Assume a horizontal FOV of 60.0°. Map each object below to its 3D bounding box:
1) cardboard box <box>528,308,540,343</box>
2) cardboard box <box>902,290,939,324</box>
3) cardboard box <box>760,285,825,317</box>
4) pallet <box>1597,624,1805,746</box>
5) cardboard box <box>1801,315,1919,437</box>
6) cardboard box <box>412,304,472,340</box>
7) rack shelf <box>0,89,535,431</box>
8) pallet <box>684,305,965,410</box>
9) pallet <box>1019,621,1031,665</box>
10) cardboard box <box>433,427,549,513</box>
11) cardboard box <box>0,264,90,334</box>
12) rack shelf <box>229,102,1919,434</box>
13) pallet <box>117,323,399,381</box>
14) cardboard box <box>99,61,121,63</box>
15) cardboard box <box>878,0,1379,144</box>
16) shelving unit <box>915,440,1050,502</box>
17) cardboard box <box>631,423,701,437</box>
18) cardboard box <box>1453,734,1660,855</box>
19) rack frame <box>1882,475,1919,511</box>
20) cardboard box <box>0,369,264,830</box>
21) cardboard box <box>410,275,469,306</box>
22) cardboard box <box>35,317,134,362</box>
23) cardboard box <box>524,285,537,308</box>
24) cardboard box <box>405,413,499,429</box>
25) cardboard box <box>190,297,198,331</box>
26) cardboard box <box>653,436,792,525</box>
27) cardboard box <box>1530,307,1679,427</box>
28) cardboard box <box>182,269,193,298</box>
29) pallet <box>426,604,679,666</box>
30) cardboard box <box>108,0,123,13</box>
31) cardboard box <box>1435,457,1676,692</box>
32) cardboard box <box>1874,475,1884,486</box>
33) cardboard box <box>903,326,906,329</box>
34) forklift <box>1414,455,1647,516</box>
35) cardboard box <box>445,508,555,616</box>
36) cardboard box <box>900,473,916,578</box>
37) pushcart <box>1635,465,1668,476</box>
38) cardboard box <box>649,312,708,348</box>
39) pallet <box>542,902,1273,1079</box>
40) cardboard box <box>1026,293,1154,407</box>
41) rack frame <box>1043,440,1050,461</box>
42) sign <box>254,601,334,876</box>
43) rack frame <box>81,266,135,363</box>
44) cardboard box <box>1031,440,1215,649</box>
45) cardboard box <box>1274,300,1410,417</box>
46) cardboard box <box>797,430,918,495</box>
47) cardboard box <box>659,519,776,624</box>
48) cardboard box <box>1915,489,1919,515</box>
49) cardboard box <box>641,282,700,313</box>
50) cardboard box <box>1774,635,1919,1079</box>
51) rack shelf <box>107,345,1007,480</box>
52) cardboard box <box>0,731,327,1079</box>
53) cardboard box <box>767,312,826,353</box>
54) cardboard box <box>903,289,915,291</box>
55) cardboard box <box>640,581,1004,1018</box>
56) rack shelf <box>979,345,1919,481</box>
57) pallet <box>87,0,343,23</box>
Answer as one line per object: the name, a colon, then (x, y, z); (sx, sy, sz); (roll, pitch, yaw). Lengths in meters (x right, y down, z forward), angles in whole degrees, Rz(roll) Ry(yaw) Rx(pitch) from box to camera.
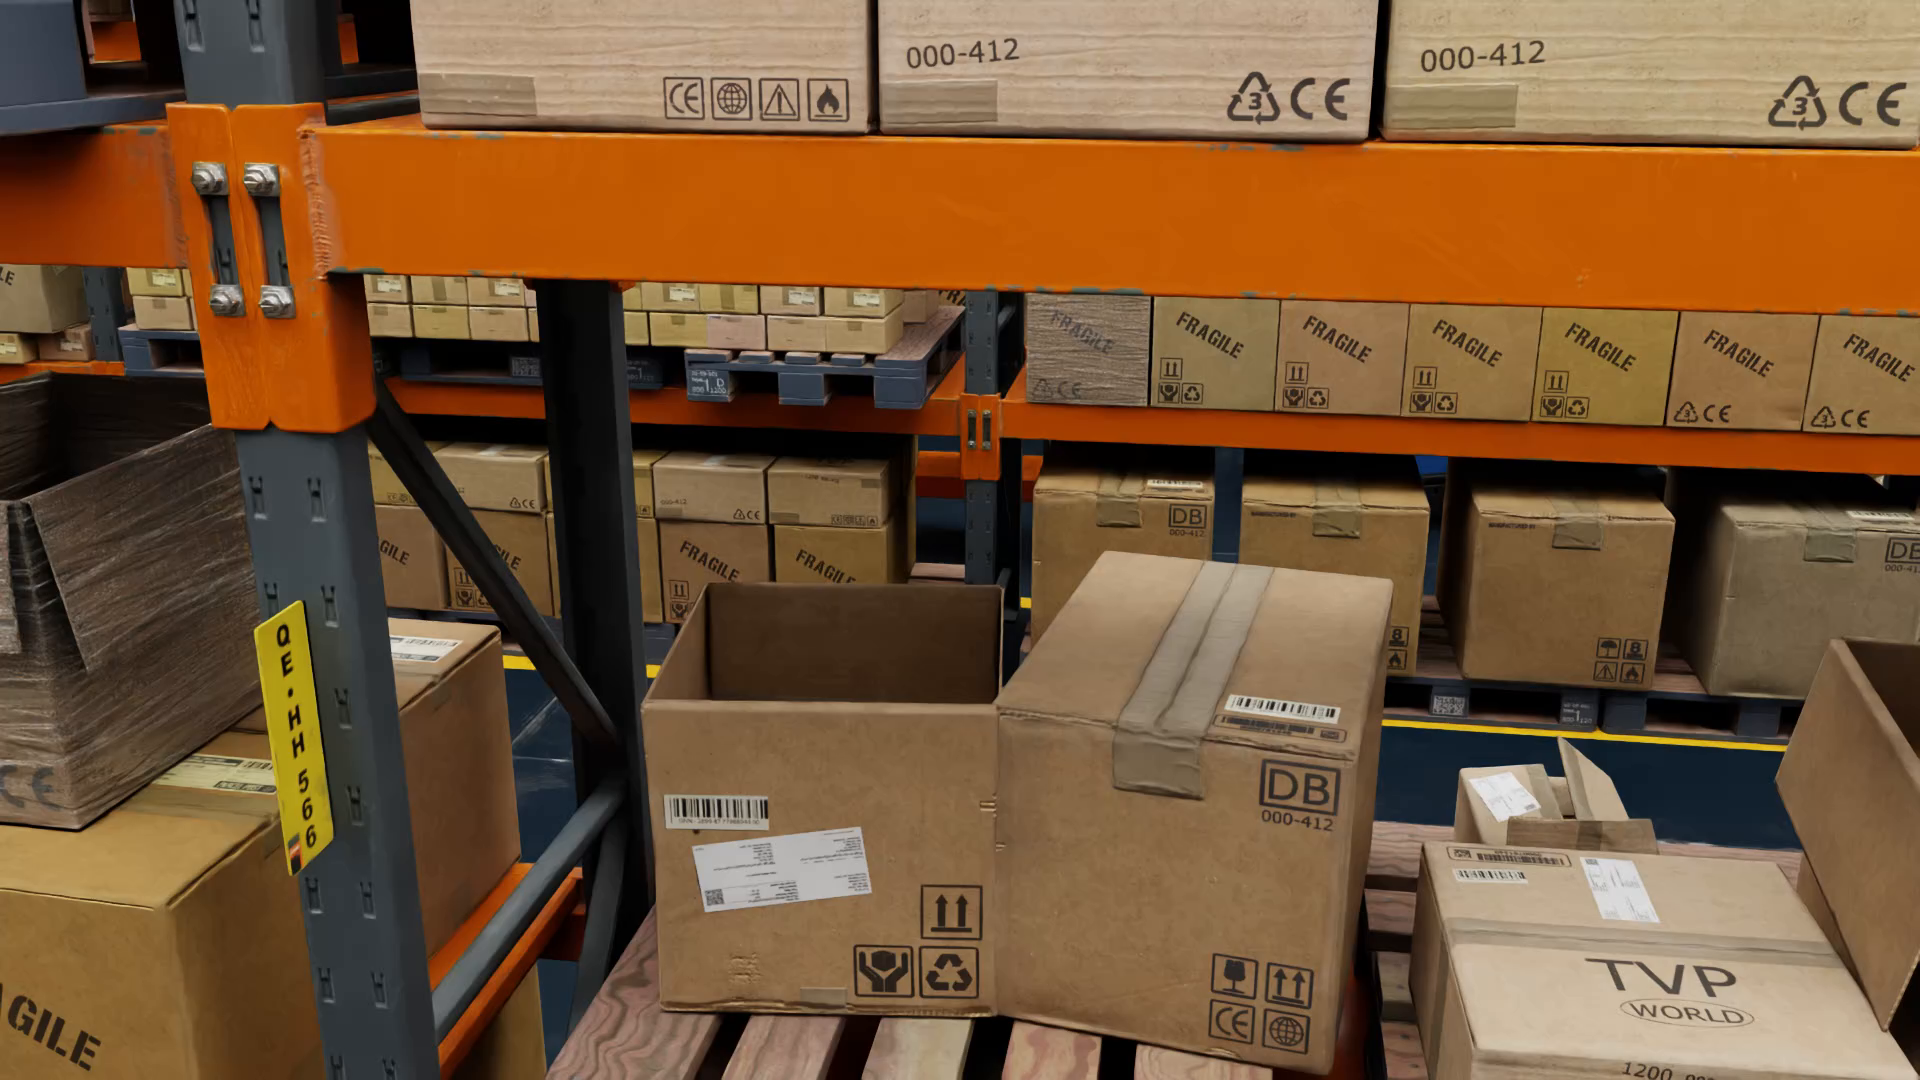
cardboard box: (-1.663, -0.958, 7.174); (0.250, 0.149, 0.380); (3, 19, 10)
cardboard box: (-0.248, -1.097, 7.588); (0.250, 0.149, 0.380); (3, 19, 8)
cardboard box: (-0.662, -1.047, 6.972); (0.250, 0.149, 0.380); (4, 19, 11)
pallet: (3.338, 0.577, 7.245); (1.213, 0.211, 1.003); (3, 19, 9)
cardboard box: (3.554, -0.720, 6.570); (0.500, 0.500, 0.500); (3, 19, 8)
cardboard box: (-2.181, -0.985, 7.253); (0.250, 0.149, 0.380); (3, 19, 8)
rack shelf: (-2.699, -0.564, 2.669); (4.000, 0.370, 1.077); (3, 19, 9)
pallet: (-0.558, -0.843, 7.397); (1.003, 0.211, 1.213); (3, 19, 9)
pallet: (0.929, 0.454, 7.612); (1.213, 0.211, 1.003); (3, 19, 9)
cardboard box: (-2.071, -0.329, 7.654); (0.500, 0.250, 0.500); (4, 19, 11)
cardboard box: (-4.310, -1.257, 7.706); (0.500, 0.500, 0.500); (3, 19, 9)
rack shelf: (1.250, -0.363, 2.067); (4.000, 0.370, 1.077); (3, 19, 9)
pallet: (-3.056, -0.958, 7.740); (1.213, 0.211, 1.003); (3, 19, 9)
cardboard box: (-6.236, -3.574, 12.503); (0.250, 0.149, 0.380); (4, 19, 10)
cardboard box: (0.206, -0.604, 1.891); (0.500, 0.250, 0.500); (3, 19, 10)
shelving unit: (-0.007, -0.534, 9.126); (1.048, 1.125, 0.538); (3, 19, 9)
cardboard box: (-1.468, -0.466, 8.063); (0.500, 0.250, 0.500); (3, 19, 9)
cardboard box: (0.965, 0.481, 2.687); (0.258, 0.266, 0.396); (2, 19, 7)
rack frame: (4.112, -0.730, 6.757); (0.127, 3.000, 1.000); (3, 19, 9)
cardboard box: (-1.444, 0.053, 2.680); (0.637, 0.503, 0.797); (4, 19, 11)
cardboard box: (-2.175, -1.125, 7.204); (0.250, 0.149, 0.380); (3, 19, 8)
cardboard box: (-4.106, -0.954, 7.824); (0.250, 0.149, 0.380); (3, 19, 8)
cardboard box: (-1.672, -1.099, 7.125); (0.250, 0.149, 0.380); (3, 19, 10)
cardboard box: (-2.506, -0.514, 8.207); (0.500, 0.250, 0.500); (4, 19, 11)
cardboard box: (-3.197, -1.037, 7.408); (0.250, 0.149, 0.380); (3, 19, 10)
cardboard box: (-1.055, -0.275, 7.493); (0.500, 0.250, 0.500); (3, 19, 9)
cardboard box: (2.556, -0.771, 6.722); (0.500, 0.500, 0.500); (3, 19, 9)
cardboard box: (-3.215, -1.177, 7.360); (0.250, 0.149, 0.380); (3, 19, 8)
pallet: (-1.810, 0.289, 8.106); (1.213, 0.211, 1.003); (3, 19, 9)
cardboard box: (-4.202, -2.590, 7.825); (0.500, 0.250, 0.500); (4, 19, 11)
cardboard box: (2.532, 0.085, 7.205); (0.750, 0.750, 1.050); (3, 19, 9)
cardboard box: (5.261, -0.276, 9.709); (0.396, 0.266, 0.258); (-11, 21, -29)
cardboard box: (-0.701, -1.786, 12.599); (0.875, 0.875, 0.875); (3, 19, 9)
forklift: (3.377, -1.707, 9.785); (3.031, 2.935, 1.130); (-5, 19, -16)
cardboard box: (-2.058, 0.022, 7.787); (0.500, 0.500, 0.500); (3, 19, 10)
cardboard box: (-0.496, -0.060, 8.034); (0.500, 0.500, 0.500); (2, 19, 6)
pushcart: (4.485, -0.325, 9.681); (0.936, 0.377, 1.648); (-3, 19, -10)
cardboard box: (-1.142, -0.932, 7.094); (0.250, 0.149, 0.380); (3, 19, 8)
pallet: (-0.004, 0.711, 2.753); (1.003, 0.211, 1.213); (3, 19, 9)
cardboard box: (0.563, -0.871, 7.023); (0.500, 0.500, 0.500); (3, 19, 9)
rack frame: (0.495, -0.508, 9.049); (0.032, 1.125, 0.500); (3, 19, 9)
sign: (-0.809, 0.243, 2.026); (0.005, 0.325, 0.100); (3, 19, 9)
rack frame: (-3.787, -1.133, 7.961); (0.127, 3.000, 1.000); (3, 19, 9)
cardboard box: (0.749, -0.005, 7.473); (0.750, 0.750, 1.050); (3, 19, 8)
cardboard box: (1.563, -0.821, 6.873); (0.500, 0.500, 0.500); (3, 19, 9)
cardboard box: (-0.480, -0.411, 7.900); (0.500, 0.250, 0.500); (2, 19, 6)
cardboard box: (-1.041, 0.077, 7.625); (0.500, 0.500, 0.500); (4, 19, 11)
cardboard box: (5.686, -0.305, 9.207); (0.503, 0.637, 0.797); (3, 19, 9)
cardboard box: (-1.169, -1.073, 7.047); (0.250, 0.149, 0.380); (3, 19, 9)
cardboard box: (1.499, 0.512, 2.220); (0.637, 0.503, 0.797); (5, 19, 14)
rack shelf: (-1.813, -0.691, 7.774); (4.000, 0.370, 1.077); (3, 19, 9)
cardboard box: (-1.251, 0.623, 2.556); (0.500, 0.500, 0.500); (4, 19, 10)
cardboard box: (-0.643, -0.905, 7.015); (0.250, 0.149, 0.380); (3, 19, 9)
cardboard box: (-0.283, -1.240, 7.546); (0.250, 0.149, 0.380); (4, 19, 11)
cardboard box: (-0.185, 0.386, 2.604); (0.500, 0.500, 0.500); (1, 19, 2)
rack shelf: (2.137, -0.489, 7.172); (4.000, 0.370, 1.077); (3, 19, 9)
pallet: (-3.195, -2.402, 7.322); (1.003, 0.211, 1.213); (3, 19, 9)
